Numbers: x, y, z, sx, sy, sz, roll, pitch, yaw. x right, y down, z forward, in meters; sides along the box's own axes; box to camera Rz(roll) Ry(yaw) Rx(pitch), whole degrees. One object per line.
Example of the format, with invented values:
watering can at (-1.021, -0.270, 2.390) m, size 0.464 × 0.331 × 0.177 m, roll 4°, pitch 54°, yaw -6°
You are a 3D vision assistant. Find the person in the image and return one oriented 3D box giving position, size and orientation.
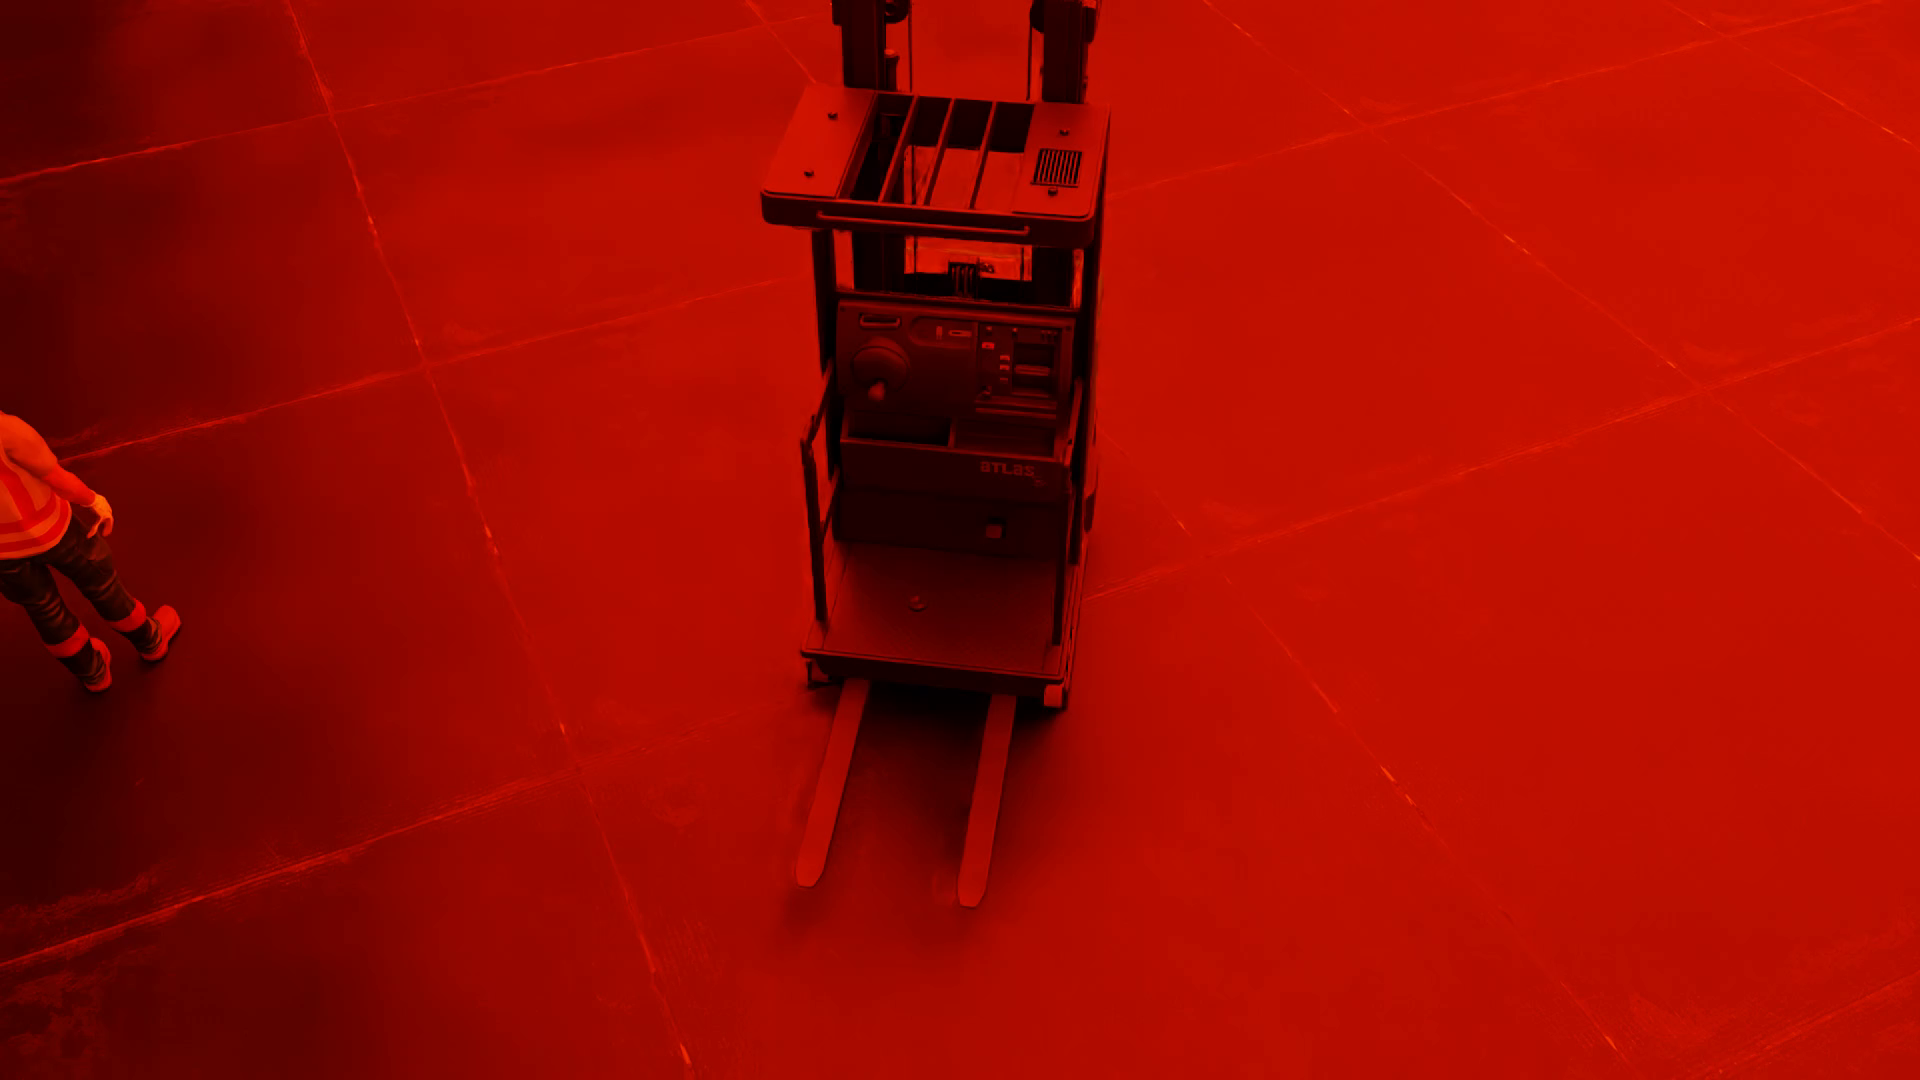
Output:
person at (-3.712, -0.093, 6.606) m, size 0.639 × 1.787 × 0.565 m, roll -11°, pitch 44°, yaw -11°

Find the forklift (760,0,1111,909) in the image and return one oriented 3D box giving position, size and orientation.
forklift at (-0.053, -0.621, 6.346) m, size 1.130 × 2.935 × 3.031 m, roll 6°, pitch 43°, yaw 6°
